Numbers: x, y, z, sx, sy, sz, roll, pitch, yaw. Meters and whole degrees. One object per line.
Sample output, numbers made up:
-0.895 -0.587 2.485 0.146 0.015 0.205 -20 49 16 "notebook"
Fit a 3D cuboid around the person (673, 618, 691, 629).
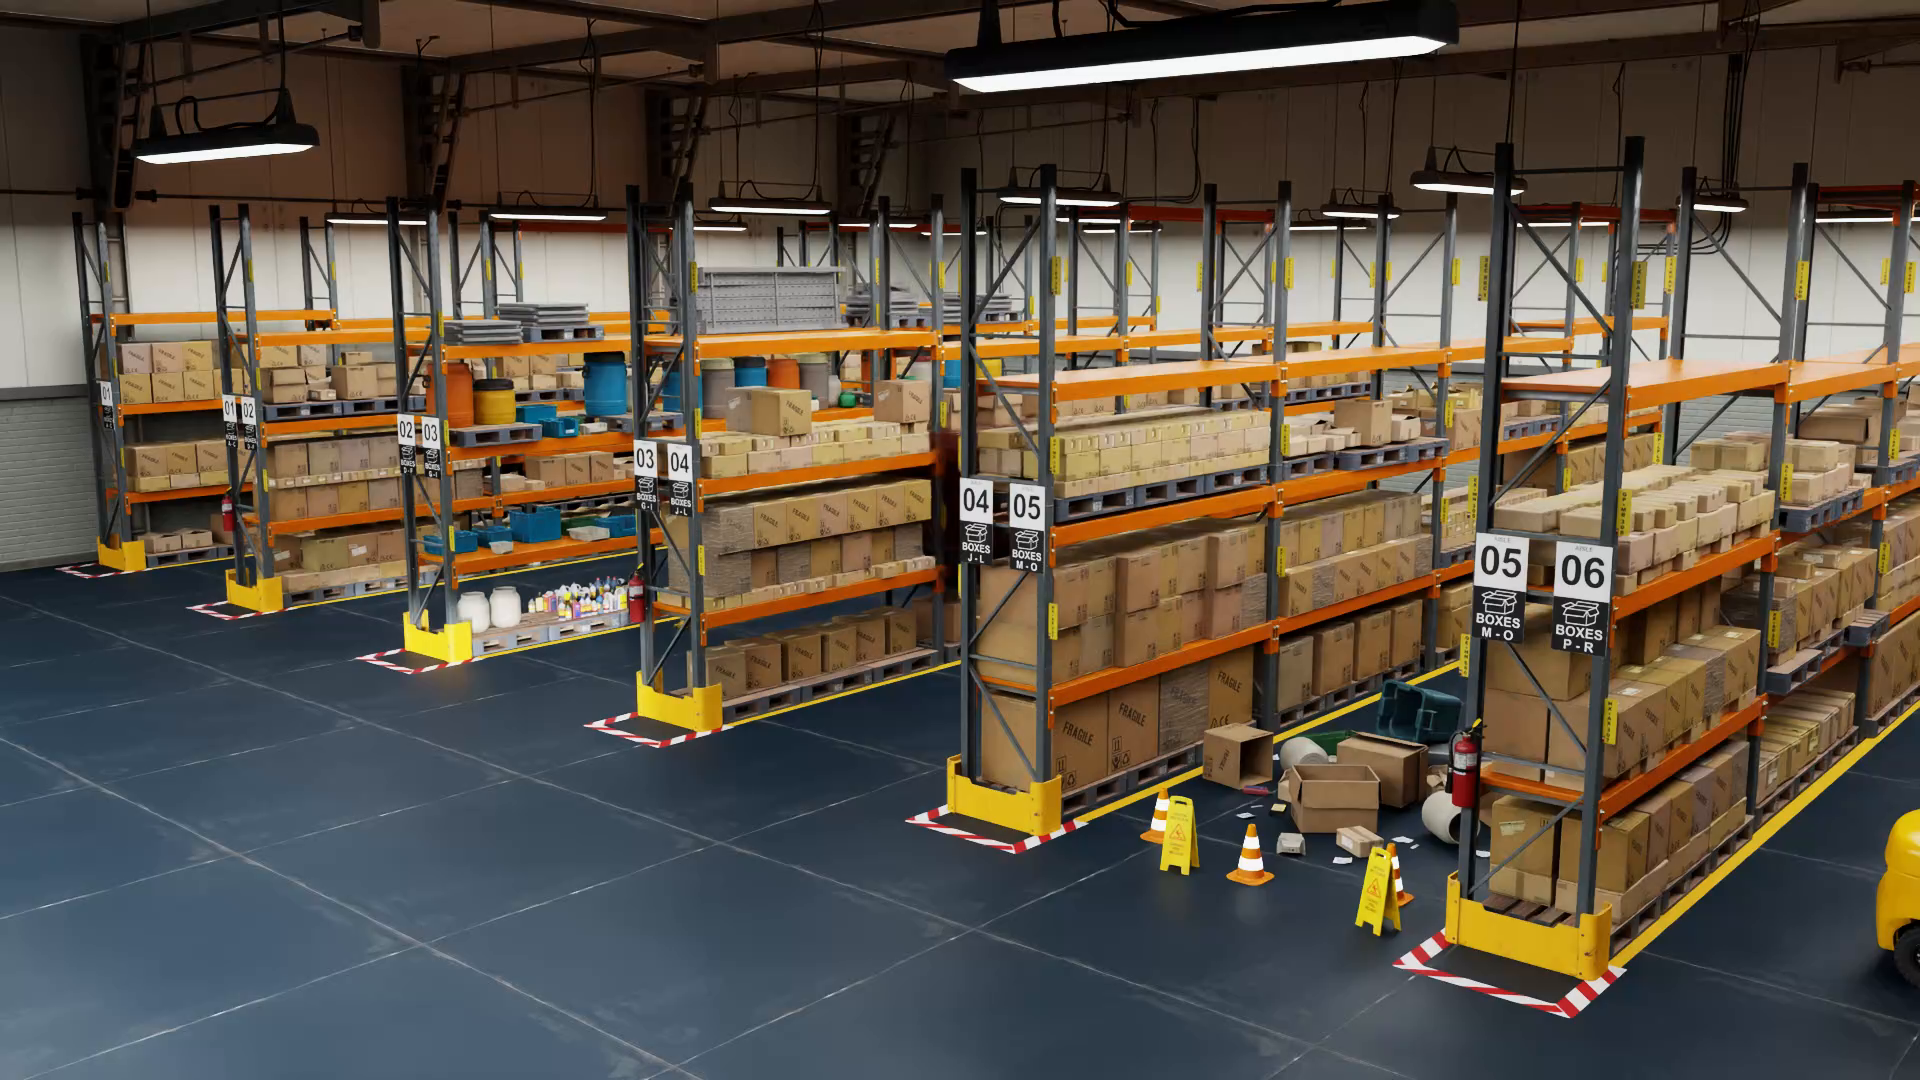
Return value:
-3.405 0.326 22.173 0.591 1.709 1.037 2 10 13 "person"
